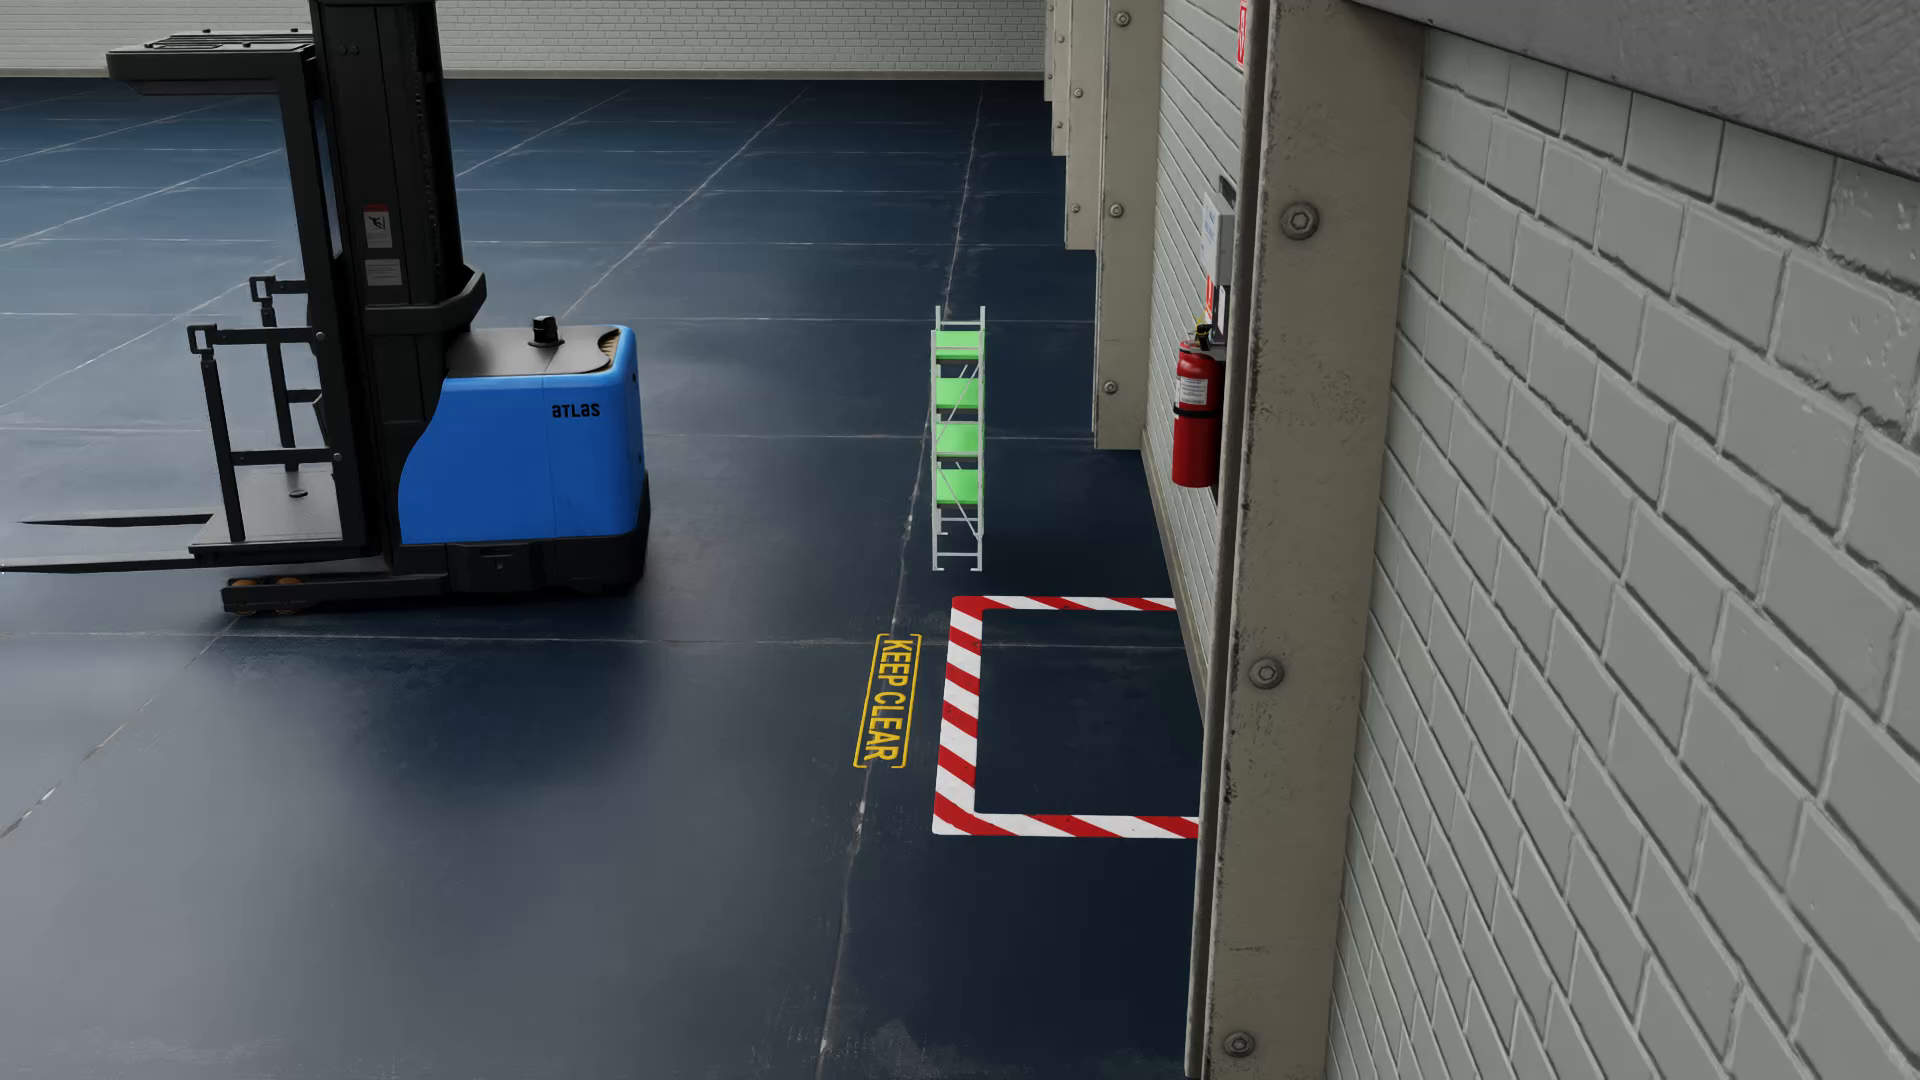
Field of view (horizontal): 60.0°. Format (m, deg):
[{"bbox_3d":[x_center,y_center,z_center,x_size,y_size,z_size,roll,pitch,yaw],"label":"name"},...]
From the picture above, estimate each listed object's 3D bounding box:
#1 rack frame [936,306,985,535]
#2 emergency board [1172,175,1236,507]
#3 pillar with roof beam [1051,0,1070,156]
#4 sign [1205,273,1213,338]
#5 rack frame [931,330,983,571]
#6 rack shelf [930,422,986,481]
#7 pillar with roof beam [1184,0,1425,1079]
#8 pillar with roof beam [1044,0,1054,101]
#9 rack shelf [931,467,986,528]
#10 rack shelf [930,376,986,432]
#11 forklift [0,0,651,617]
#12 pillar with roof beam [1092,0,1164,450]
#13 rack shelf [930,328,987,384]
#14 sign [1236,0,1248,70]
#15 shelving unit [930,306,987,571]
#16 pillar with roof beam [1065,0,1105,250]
[{"bbox_3d":[0.002,-0.588,8.385,0.240,1.200,0.015,1,21,2],"label":"rack frame"},{"bbox_3d":[0.896,-0.735,6.276,0.194,1.169,0.643,1,21,2],"label":"emergency board"},{"bbox_3d":[-2.973,-9.194,19.785,9.100,9.000,0.400,1,21,2],"label":"pillar with roof beam"},{"bbox_3d":[1.016,-0.950,6.782,0.001,0.329,0.234,1,21,2],"label":"sign"},{"bbox_3d":[-0.012,-0.411,7.930,0.240,1.200,0.015,1,21,2],"label":"rack frame"},{"bbox_3d":[-0.005,-0.440,8.181,0.258,0.148,0.480,1,21,2],"label":"rack shelf"},{"bbox_3d":[-3.520,-2.686,3.011,9.100,9.000,0.400,1,21,2],"label":"pillar with roof beam"},{"bbox_3d":[-2.790,-11.364,25.376,9.100,9.000,0.400,1,21,2],"label":"pillar with roof beam"},{"bbox_3d":[-0.005,-0.216,8.268,0.258,0.148,0.480,1,21,2],"label":"rack shelf"},{"bbox_3d":[-0.005,-0.664,8.094,0.258,0.148,0.480,1,21,2],"label":"rack shelf"},{"bbox_3d":[-3.067,-1.219,7.617,3.031,2.935,1.130,-3,21,-7],"label":"forklift"},{"bbox_3d":[-3.338,-4.855,8.602,9.100,9.000,0.400,1,21,2],"label":"pillar with roof beam"},{"bbox_3d":[-0.005,-0.887,8.007,0.258,0.148,0.480,1,21,2],"label":"rack shelf"},{"bbox_3d":[0.996,-1.817,5.862,0.001,0.298,0.199,1,21,2],"label":"sign"},{"bbox_3d":[-0.005,-0.500,8.158,0.258,1.200,0.503,1,21,2],"label":"shelving unit"},{"bbox_3d":[-3.155,-7.025,14.194,9.100,9.000,0.400,1,21,2],"label":"pillar with roof beam"}]
